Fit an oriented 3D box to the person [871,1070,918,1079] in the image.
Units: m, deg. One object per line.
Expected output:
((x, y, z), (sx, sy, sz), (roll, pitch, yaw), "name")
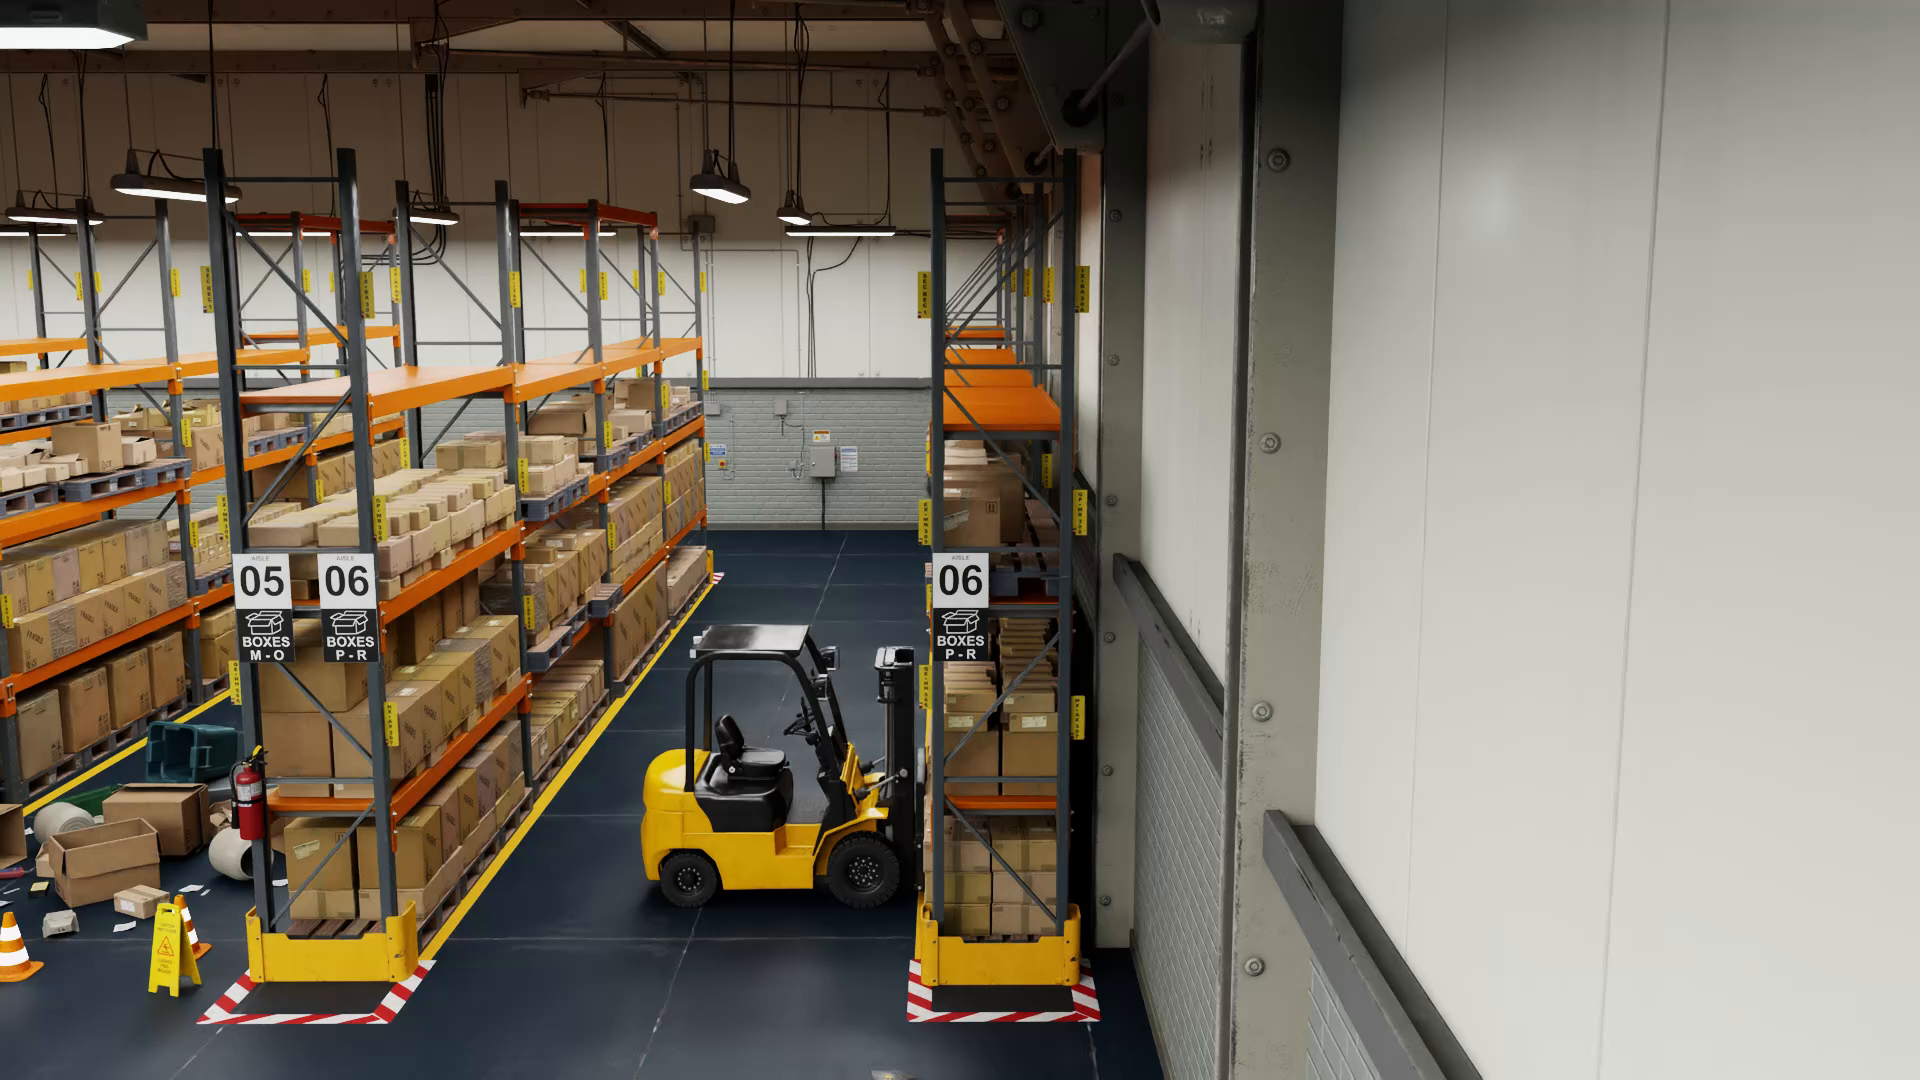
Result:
((-0.346, 3.178, 7.582), (0.687, 1.650, 0.571), (1, 9, 3), "person")
